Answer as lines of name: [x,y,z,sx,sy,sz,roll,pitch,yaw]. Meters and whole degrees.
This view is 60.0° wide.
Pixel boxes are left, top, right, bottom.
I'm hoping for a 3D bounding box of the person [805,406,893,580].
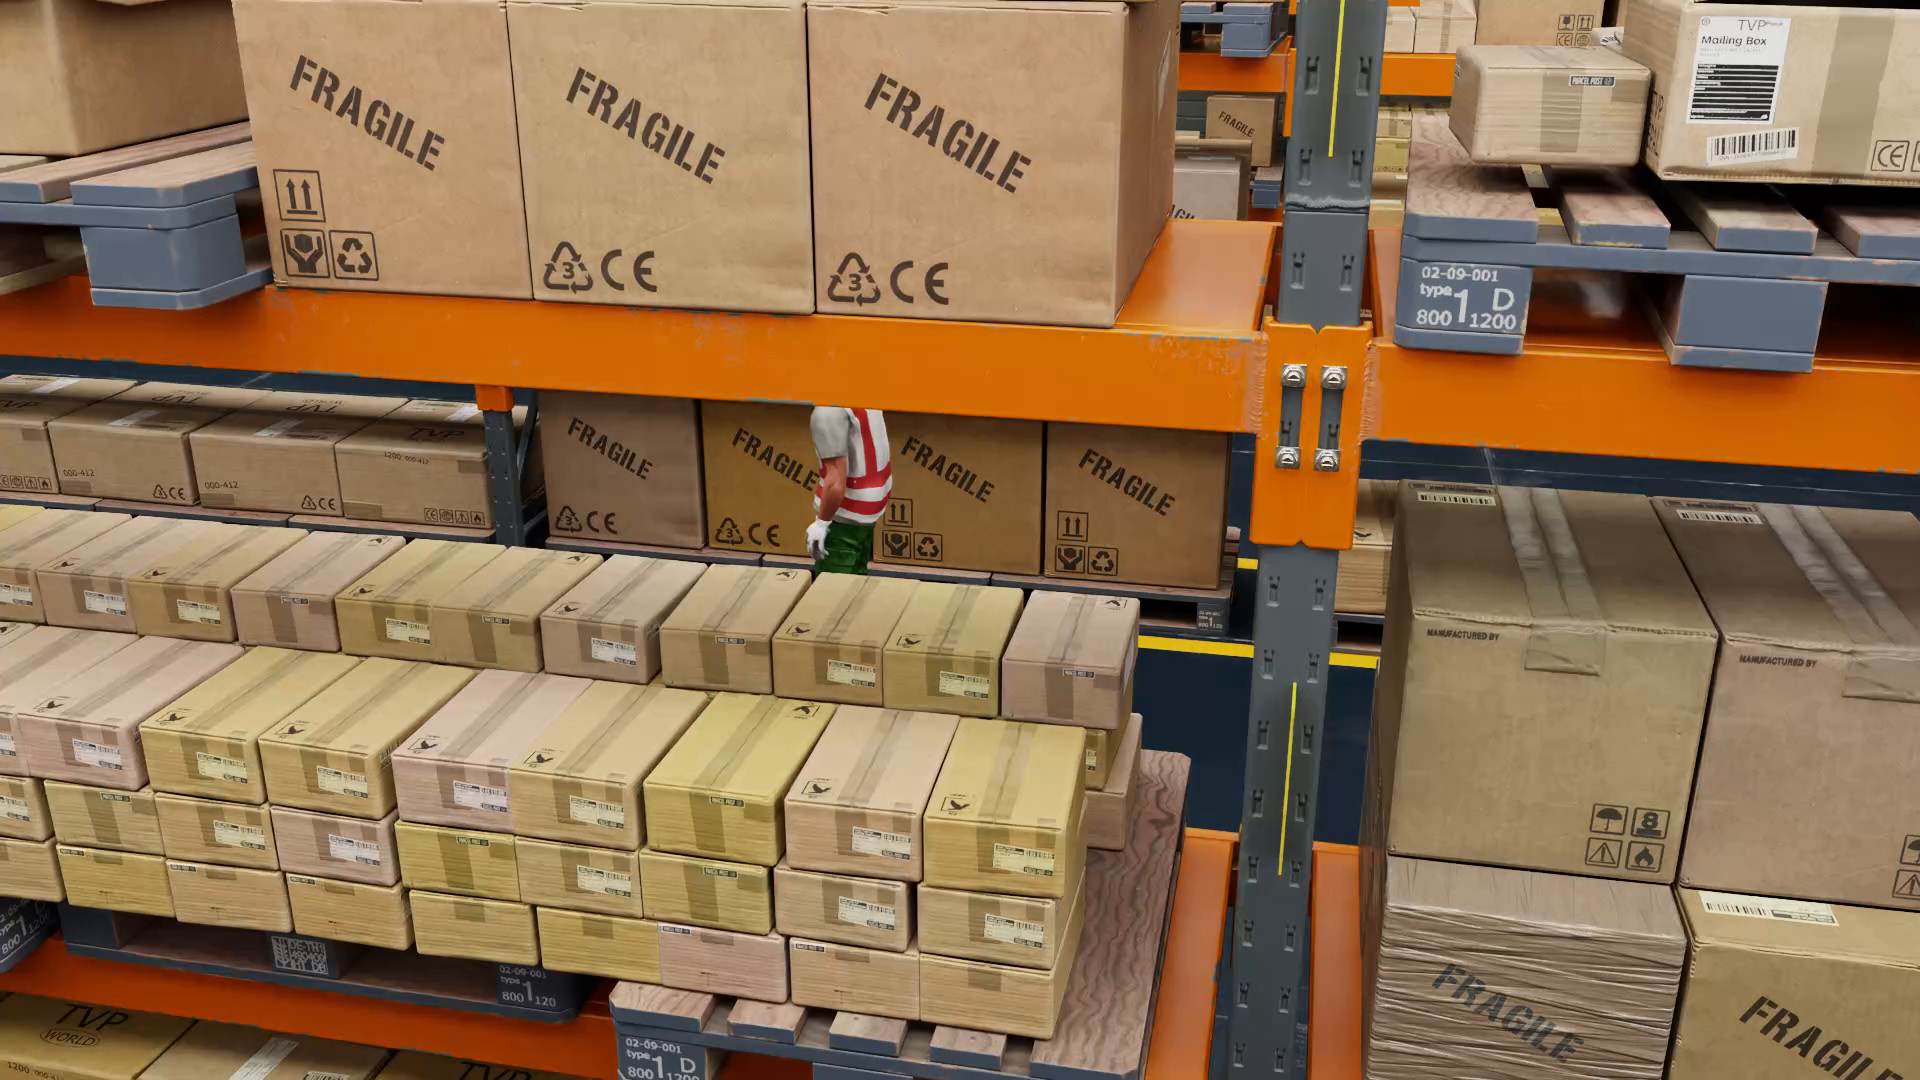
person: [-0.534,-0.139,7.418,0.449,1.779,0.609,4,22,11]
